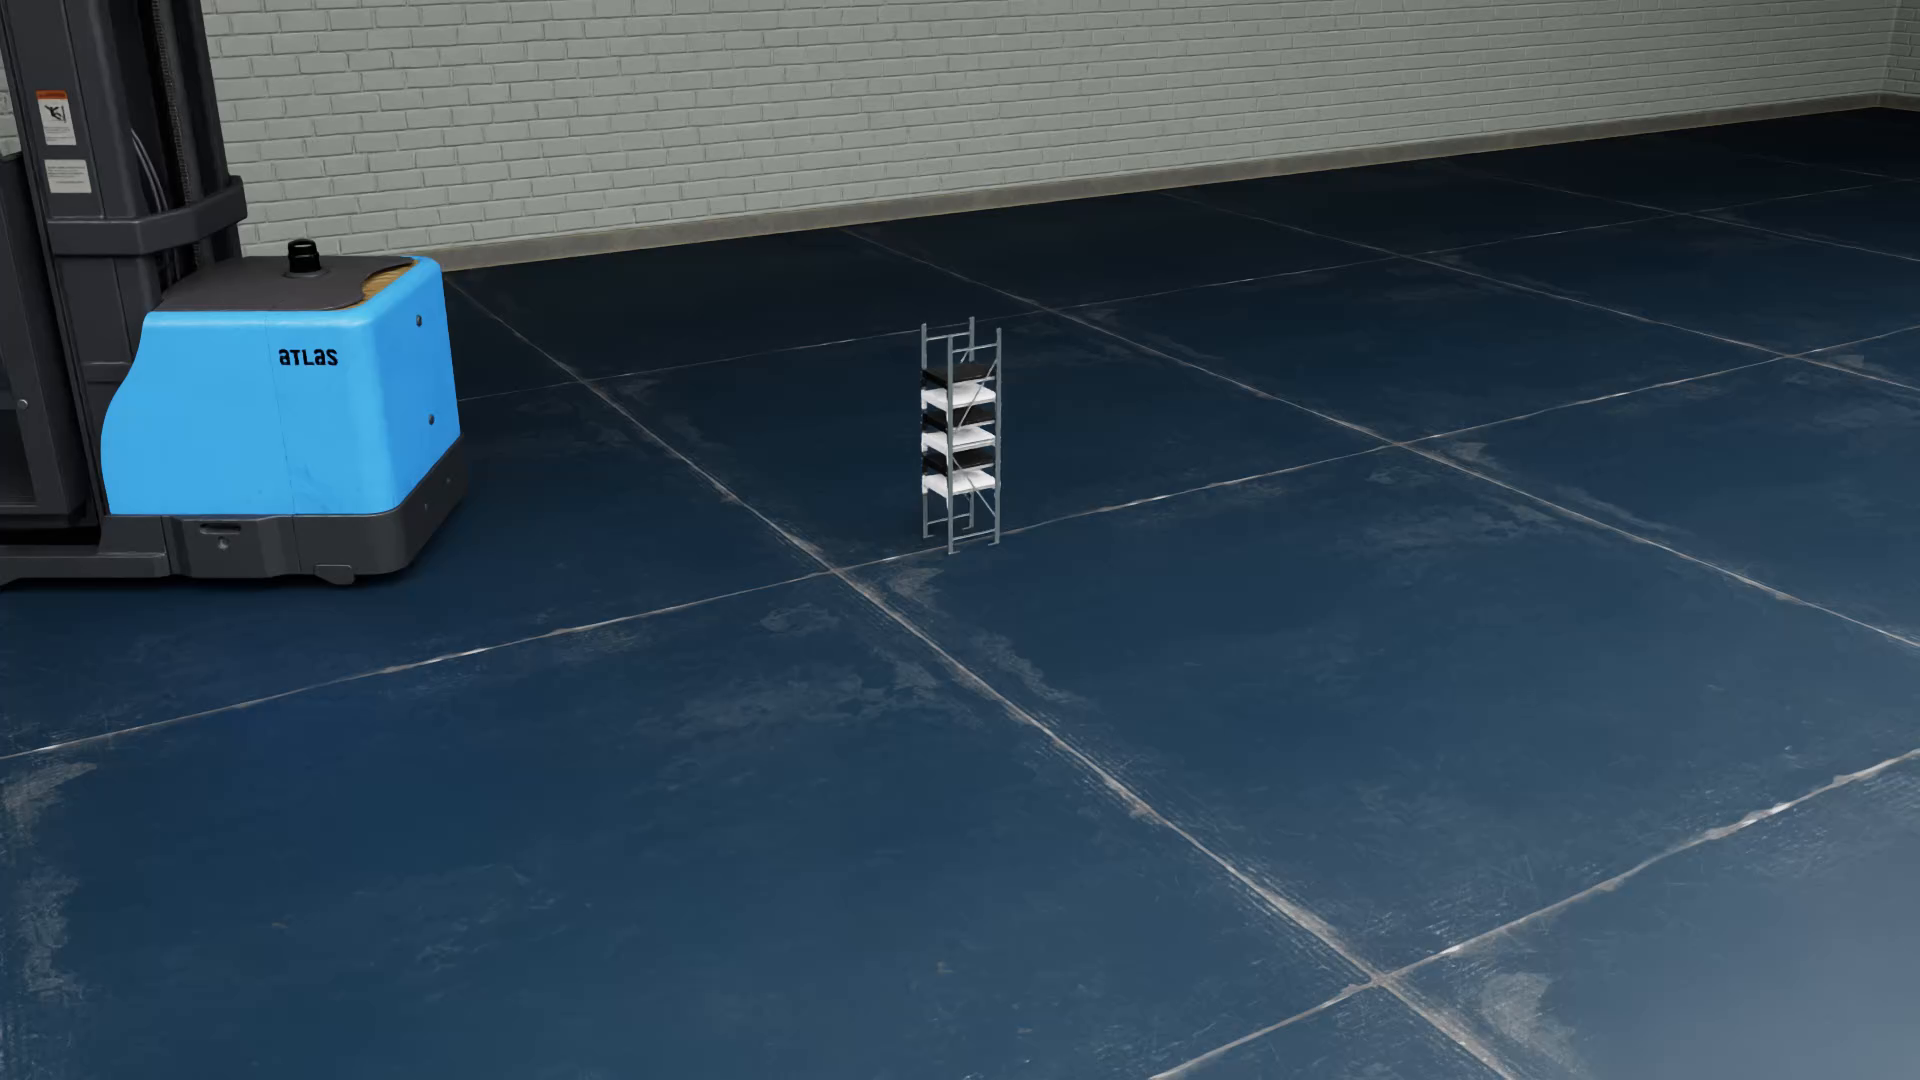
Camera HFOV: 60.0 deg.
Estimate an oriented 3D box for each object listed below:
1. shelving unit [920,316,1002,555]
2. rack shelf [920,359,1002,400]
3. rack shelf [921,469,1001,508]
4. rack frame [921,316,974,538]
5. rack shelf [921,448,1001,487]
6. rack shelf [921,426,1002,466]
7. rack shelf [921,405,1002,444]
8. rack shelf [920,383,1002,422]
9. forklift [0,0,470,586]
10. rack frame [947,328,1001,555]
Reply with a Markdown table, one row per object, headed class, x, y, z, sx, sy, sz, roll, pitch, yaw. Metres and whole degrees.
| class | x | y | z | sx | sy | sz | roll | pitch | yaw |
| --- | --- | --- | --- | --- | --- | --- | --- | --- | --- |
| shelving unit | 0.004 | -0.414 | 6.636 | 0.258 | 0.900 | 0.210 | -13 | 25 | -28 |
| rack shelf | 0.004 | -0.633 | 6.546 | 0.258 | 0.077 | 0.200 | -13 | 25 | -28 |
| rack shelf | 0.004 | -0.217 | 6.716 | 0.258 | 0.077 | 0.200 | -13 | 25 | -28 |
| rack frame | -0.048 | -0.447 | 6.717 | 0.240 | 0.900 | 0.006 | -13 | 25 | -28 |
| rack shelf | 0.004 | -0.300 | 6.682 | 0.258 | 0.077 | 0.200 | -13 | 25 | -28 |
| rack shelf | 0.004 | -0.383 | 6.648 | 0.258 | 0.077 | 0.200 | -13 | 25 | -28 |
| rack shelf | 0.004 | -0.467 | 6.614 | 0.258 | 0.077 | 0.200 | -13 | 25 | -28 |
| rack shelf | 0.004 | -0.550 | 6.580 | 0.258 | 0.077 | 0.200 | -13 | 25 | -28 |
| forklift | -3.631 | -1.357 | 6.258 | 3.031 | 2.935 | 1.130 | 0 | 22 | 0 |
| rack frame | 0.056 | -0.381 | 6.555 | 0.240 | 0.900 | 0.006 | -13 | 25 | -28 |
